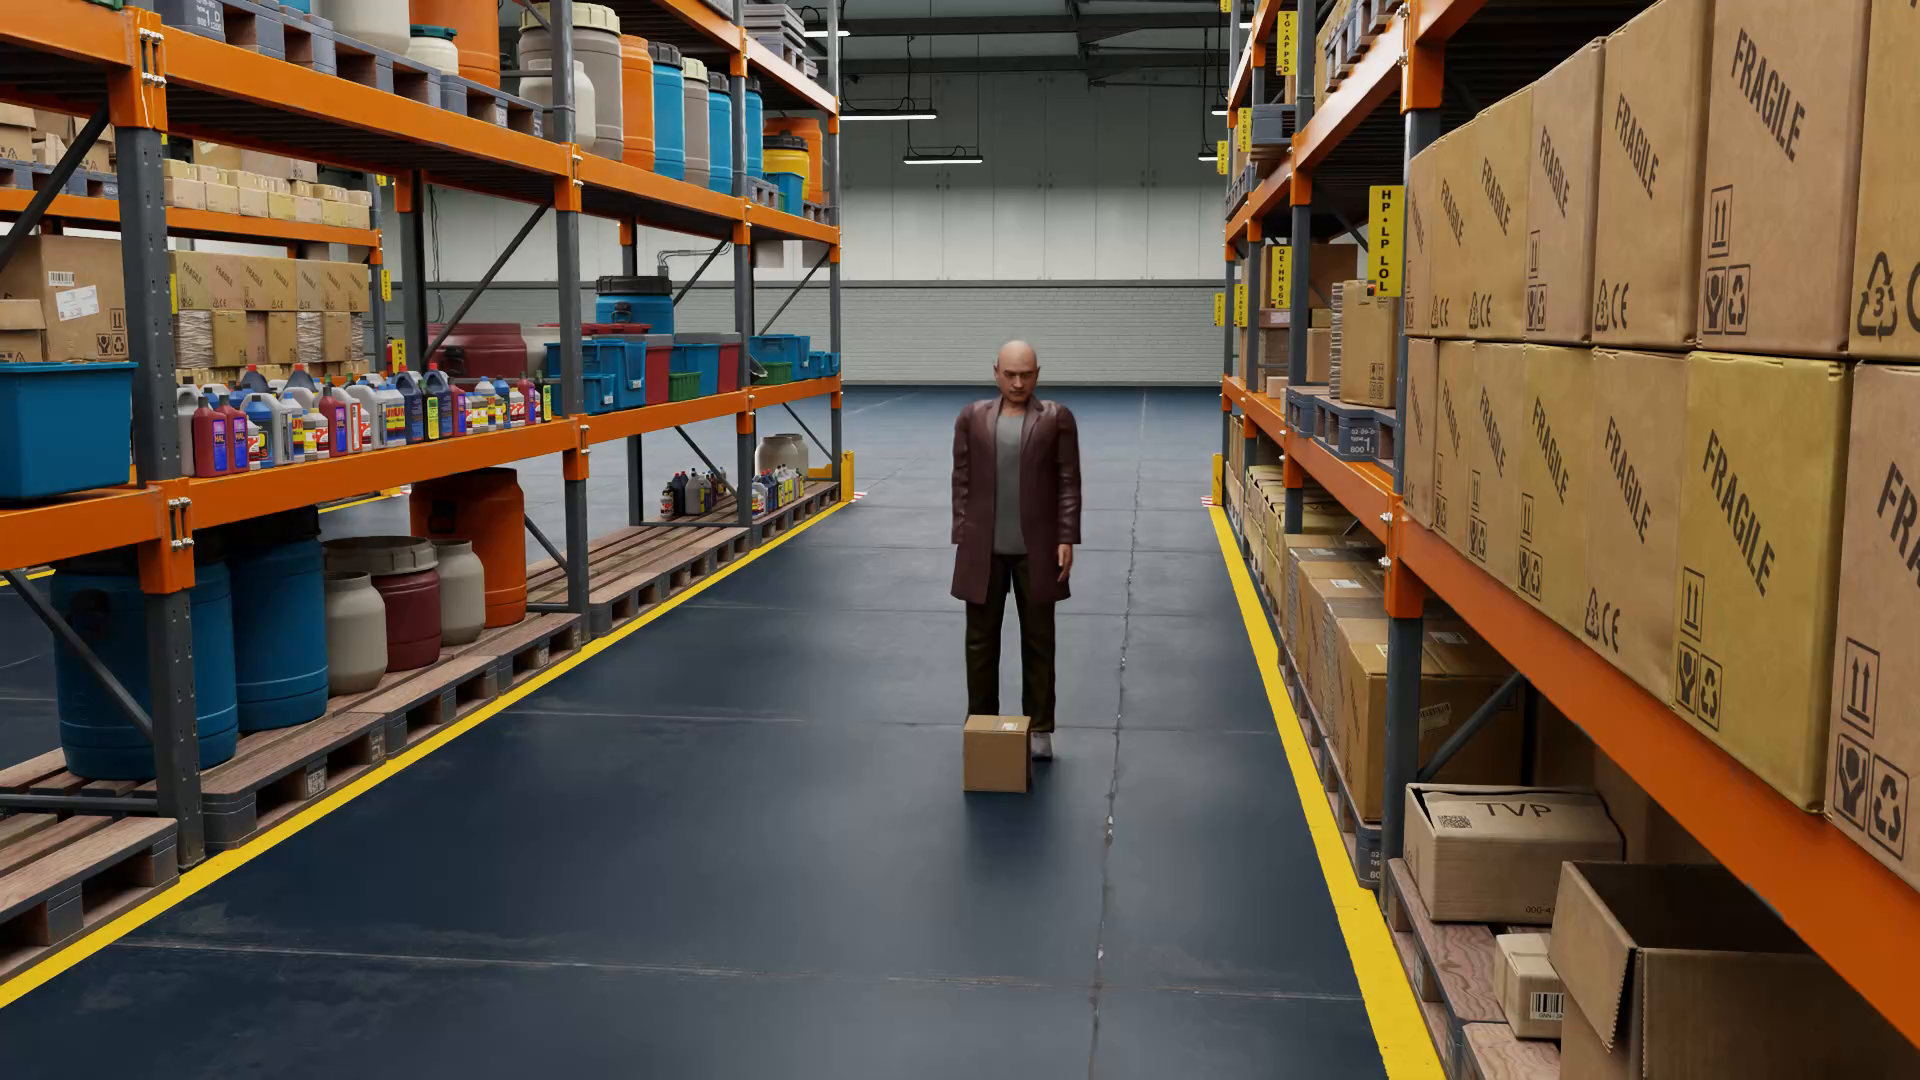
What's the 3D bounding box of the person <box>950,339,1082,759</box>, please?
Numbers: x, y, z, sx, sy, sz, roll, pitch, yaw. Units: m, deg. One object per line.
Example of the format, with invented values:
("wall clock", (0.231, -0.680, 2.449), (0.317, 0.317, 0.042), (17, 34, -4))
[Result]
("person", (0.236, 0.038, 7.087), (0.562, 1.773, 0.377), (1, 7, 7))
